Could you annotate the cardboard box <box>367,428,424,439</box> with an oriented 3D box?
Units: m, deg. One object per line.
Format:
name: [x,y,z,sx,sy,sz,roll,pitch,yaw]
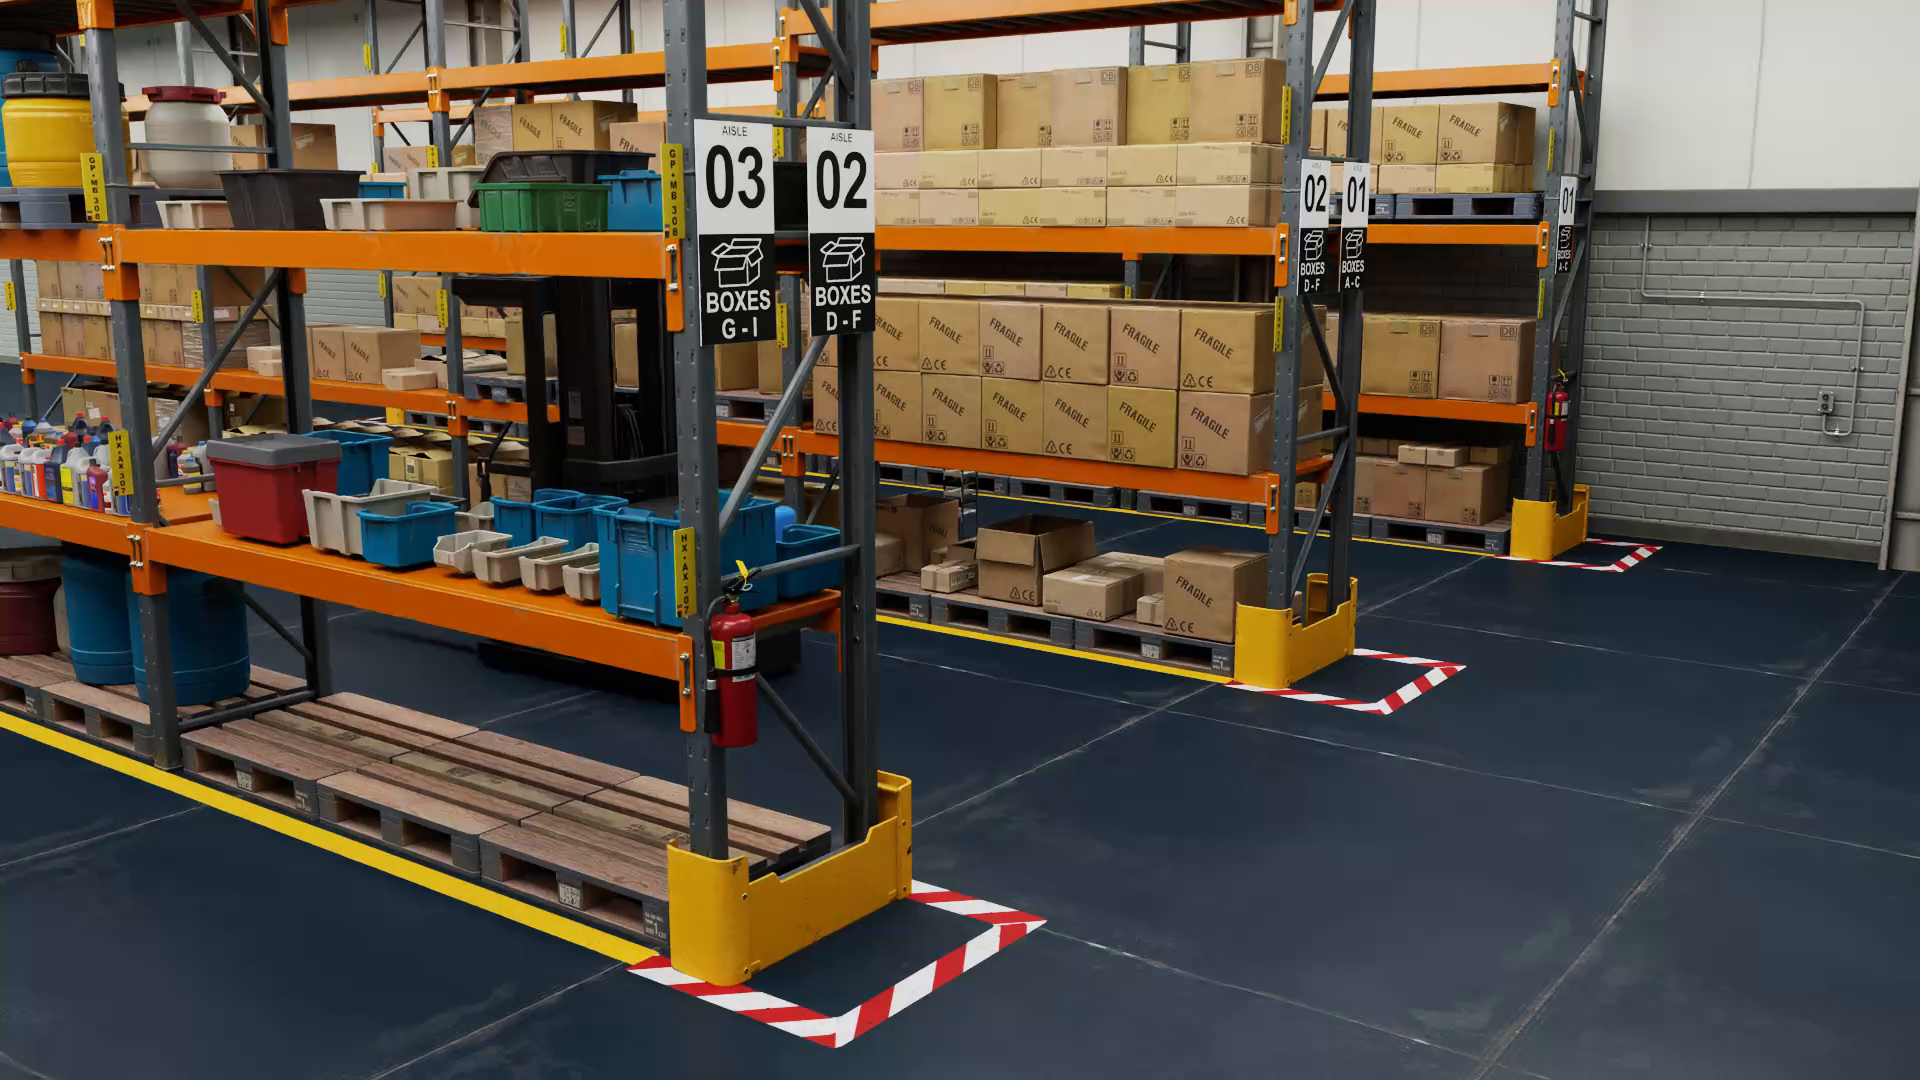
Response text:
cardboard box: [-5.707,-0.953,16.714,0.500,0.311,0.500,8,13,35]

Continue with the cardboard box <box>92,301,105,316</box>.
cardboard box: [-9.426,-2.589,18.546,0.250,0.149,0.380,8,13,35]

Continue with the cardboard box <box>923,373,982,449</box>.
cardboard box: [0.084,-0.931,11.680,0.500,0.500,0.500,8,13,35]

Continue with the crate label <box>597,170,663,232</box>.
crate label: [-1.245,-1.440,7.068,0.502,0.251,0.408,8,13,36]

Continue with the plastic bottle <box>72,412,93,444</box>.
plastic bottle: [-5.538,-0.629,10.514,0.185,0.351,0.144,8,13,36]

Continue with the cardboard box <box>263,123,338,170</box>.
cardboard box: [-6.484,-3.831,16.354,0.500,0.500,0.500,10,15,41]

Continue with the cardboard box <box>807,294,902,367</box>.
cardboard box: [-0.769,-1.538,12.188,0.500,0.500,0.500,8,14,37]

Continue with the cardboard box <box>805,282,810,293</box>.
cardboard box: [-1.573,-2.921,19.100,0.250,0.149,0.380,6,12,28]

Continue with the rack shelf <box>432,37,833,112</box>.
rack shelf: [-2.594,-3.715,13.488,4.000,0.370,1.077,8,13,36]

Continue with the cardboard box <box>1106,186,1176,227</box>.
cardboard box: [1.275,-2.119,10.583,0.500,0.250,0.500,8,13,36]

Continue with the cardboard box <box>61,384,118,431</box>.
cardboard box: [-9.949,-1.518,19.136,0.500,0.500,0.500,8,13,36]

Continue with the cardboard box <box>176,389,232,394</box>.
cardboard box: [-8.425,-1.431,18.687,0.500,0.500,0.500,8,13,36]

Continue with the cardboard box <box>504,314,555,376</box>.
cardboard box: [-3.632,-1.746,14.787,0.500,0.500,0.700,3,11,17]

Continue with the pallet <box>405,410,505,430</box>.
pallet: [-7.030,-1.728,23.406,1.213,0.211,1.003,8,13,36]

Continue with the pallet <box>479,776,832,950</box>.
pallet: [-1.335,1.384,7.322,1.213,0.211,1.003,8,13,36]

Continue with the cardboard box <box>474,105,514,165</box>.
cardboard box: [-3.858,-3.507,14.466,0.500,0.500,0.500,8,13,36]

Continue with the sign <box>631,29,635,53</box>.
sign: [-4.177,-6.320,21.129,0.005,0.325,0.100,8,13,36]

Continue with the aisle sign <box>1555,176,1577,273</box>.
aisle sign: [5.051,-2.626,13.861,0.004,0.787,0.394,8,13,36]

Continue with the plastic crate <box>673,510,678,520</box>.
plastic crate: [-1.228,0.014,7.344,0.300,0.233,0.416,8,13,36]

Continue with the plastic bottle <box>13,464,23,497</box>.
plastic bottle: [-5.345,-0.355,9.493,0.097,0.201,0.097,0,11,0]

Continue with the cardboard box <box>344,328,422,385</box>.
cardboard box: [-5.568,-1.779,16.066,0.500,0.500,0.500,7,13,33]

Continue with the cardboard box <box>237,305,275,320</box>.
cardboard box: [-7.532,-2.421,17.677,0.250,0.149,0.380,8,13,35]

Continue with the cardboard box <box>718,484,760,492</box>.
cardboard box: [-1.943,-0.152,13.339,0.500,0.500,0.500,8,14,36]

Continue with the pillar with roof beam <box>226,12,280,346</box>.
pillar with roof beam: [-14.033,-6.217,23.473,0.548,9.000,9.100,8,13,36]

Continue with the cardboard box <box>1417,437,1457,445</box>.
cardboard box: [4.358,-0.838,15.230,0.250,0.149,0.380,8,14,36]

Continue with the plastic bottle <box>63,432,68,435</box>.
plastic bottle: [-5.745,-0.590,10.706,0.097,0.201,0.097,0,11,0]

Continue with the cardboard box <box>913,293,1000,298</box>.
cardboard box: [-0.007,-1.560,12.300,0.500,0.500,0.500,8,13,34]

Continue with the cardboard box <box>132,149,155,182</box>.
cardboard box: [-8.683,-3.997,18.147,0.637,0.503,0.797,10,15,42]

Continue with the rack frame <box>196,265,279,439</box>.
rack frame: [-7.430,-1.994,17.438,0.127,3.000,1.000,8,13,36]

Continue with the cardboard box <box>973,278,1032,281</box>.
cardboard box: [0.480,-2.691,17.967,0.500,0.250,0.500,8,13,34]

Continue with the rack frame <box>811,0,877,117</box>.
rack frame: [-1.277,-5.248,18.466,0.127,3.000,1.000,8,13,36]

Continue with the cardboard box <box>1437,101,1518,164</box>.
cardboard box: [4.420,-3.466,14.205,0.500,0.500,0.500,8,13,35]

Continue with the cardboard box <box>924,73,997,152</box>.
cardboard box: [0.158,-2.925,11.459,0.500,0.500,0.700,8,13,36]

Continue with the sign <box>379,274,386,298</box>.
sign: [-8.046,-3.544,23.173,0.005,0.325,0.100,8,13,36]

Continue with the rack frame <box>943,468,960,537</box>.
rack frame: [-0.075,-0.452,14.999,0.006,0.900,0.240,8,13,36]

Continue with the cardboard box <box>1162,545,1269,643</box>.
cardboard box: [1.658,0.343,10.781,0.500,0.500,0.500,8,13,36]

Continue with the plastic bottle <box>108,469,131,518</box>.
plastic bottle: [-4.426,-0.270,8.857,0.135,0.276,0.152,8,13,36]

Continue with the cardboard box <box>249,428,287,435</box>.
cardboard box: [-6.844,-0.984,16.874,0.500,0.311,0.500,8,13,35]

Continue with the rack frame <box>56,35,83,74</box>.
rack frame: [-10.654,-5.389,19.193,0.127,3.000,1.000,8,13,36]

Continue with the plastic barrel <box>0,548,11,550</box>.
plastic barrel: [-6.229,0.331,10.864,0.421,0.512,0.421,0,11,0]

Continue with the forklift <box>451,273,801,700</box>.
forklift: [-2.528,-0.676,10.807,3.031,2.935,1.130,7,13,33]

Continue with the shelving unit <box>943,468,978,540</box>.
shelving unit: [0.007,-0.441,14.940,0.210,0.900,0.258,8,13,36]

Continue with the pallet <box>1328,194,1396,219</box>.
pallet: [3.579,-3.051,15.242,1.213,0.211,1.003,8,13,36]

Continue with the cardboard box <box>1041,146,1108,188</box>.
cardboard box: [0.873,-2.421,10.827,0.500,0.250,0.500,8,13,36]

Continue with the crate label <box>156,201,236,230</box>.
crate label: [-3.694,-1.580,8.099,0.466,0.136,0.293,8,13,36]

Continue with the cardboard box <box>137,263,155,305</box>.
cardboard box: [-8.603,-2.842,18.143,0.500,0.500,0.700,8,13,36]

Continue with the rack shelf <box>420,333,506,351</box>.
rack shelf: [-6.113,-2.624,22.591,4.000,0.370,1.077,8,13,36]

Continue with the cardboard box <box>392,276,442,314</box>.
cardboard box: [-7.518,-3.407,23.111,0.500,0.500,0.500,8,14,36]

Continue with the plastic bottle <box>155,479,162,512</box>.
plastic bottle: [-4.367,-0.255,8.973,0.097,0.201,0.097,0,11,0]

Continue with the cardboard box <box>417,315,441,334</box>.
cardboard box: [-7.093,-2.979,22.872,0.500,0.250,0.500,7,13,34]

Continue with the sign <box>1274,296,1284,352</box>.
sign: [1.897,-1.286,9.897,0.005,0.325,0.100,8,13,36]

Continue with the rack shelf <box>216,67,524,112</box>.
rack shelf: [-5.818,-4.165,15.812,4.000,0.370,1.077,8,13,36]
